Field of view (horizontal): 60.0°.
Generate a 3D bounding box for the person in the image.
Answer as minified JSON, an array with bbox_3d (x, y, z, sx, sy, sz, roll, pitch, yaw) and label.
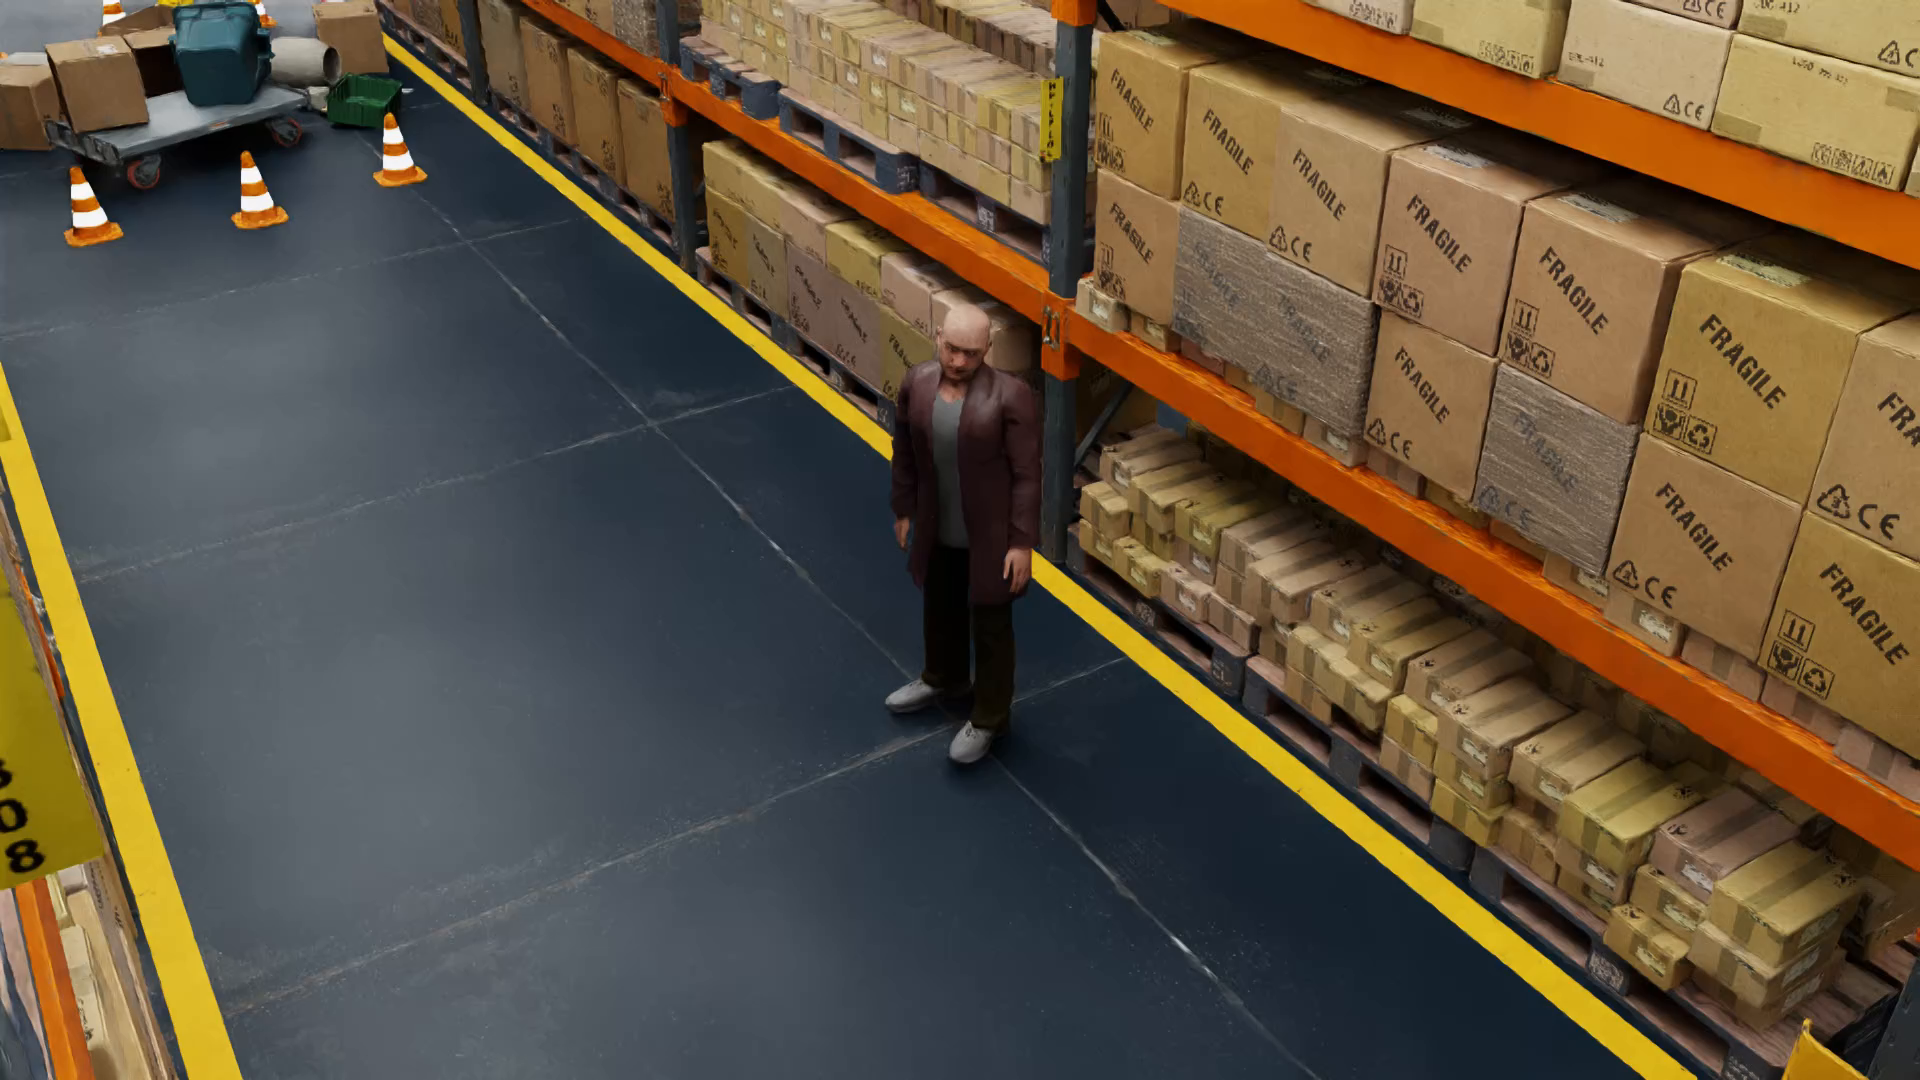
[{"bbox_3d":[-0.013,-0.014,6.114,0.650,1.790,0.517,17,36,25],"label":"person"}]
